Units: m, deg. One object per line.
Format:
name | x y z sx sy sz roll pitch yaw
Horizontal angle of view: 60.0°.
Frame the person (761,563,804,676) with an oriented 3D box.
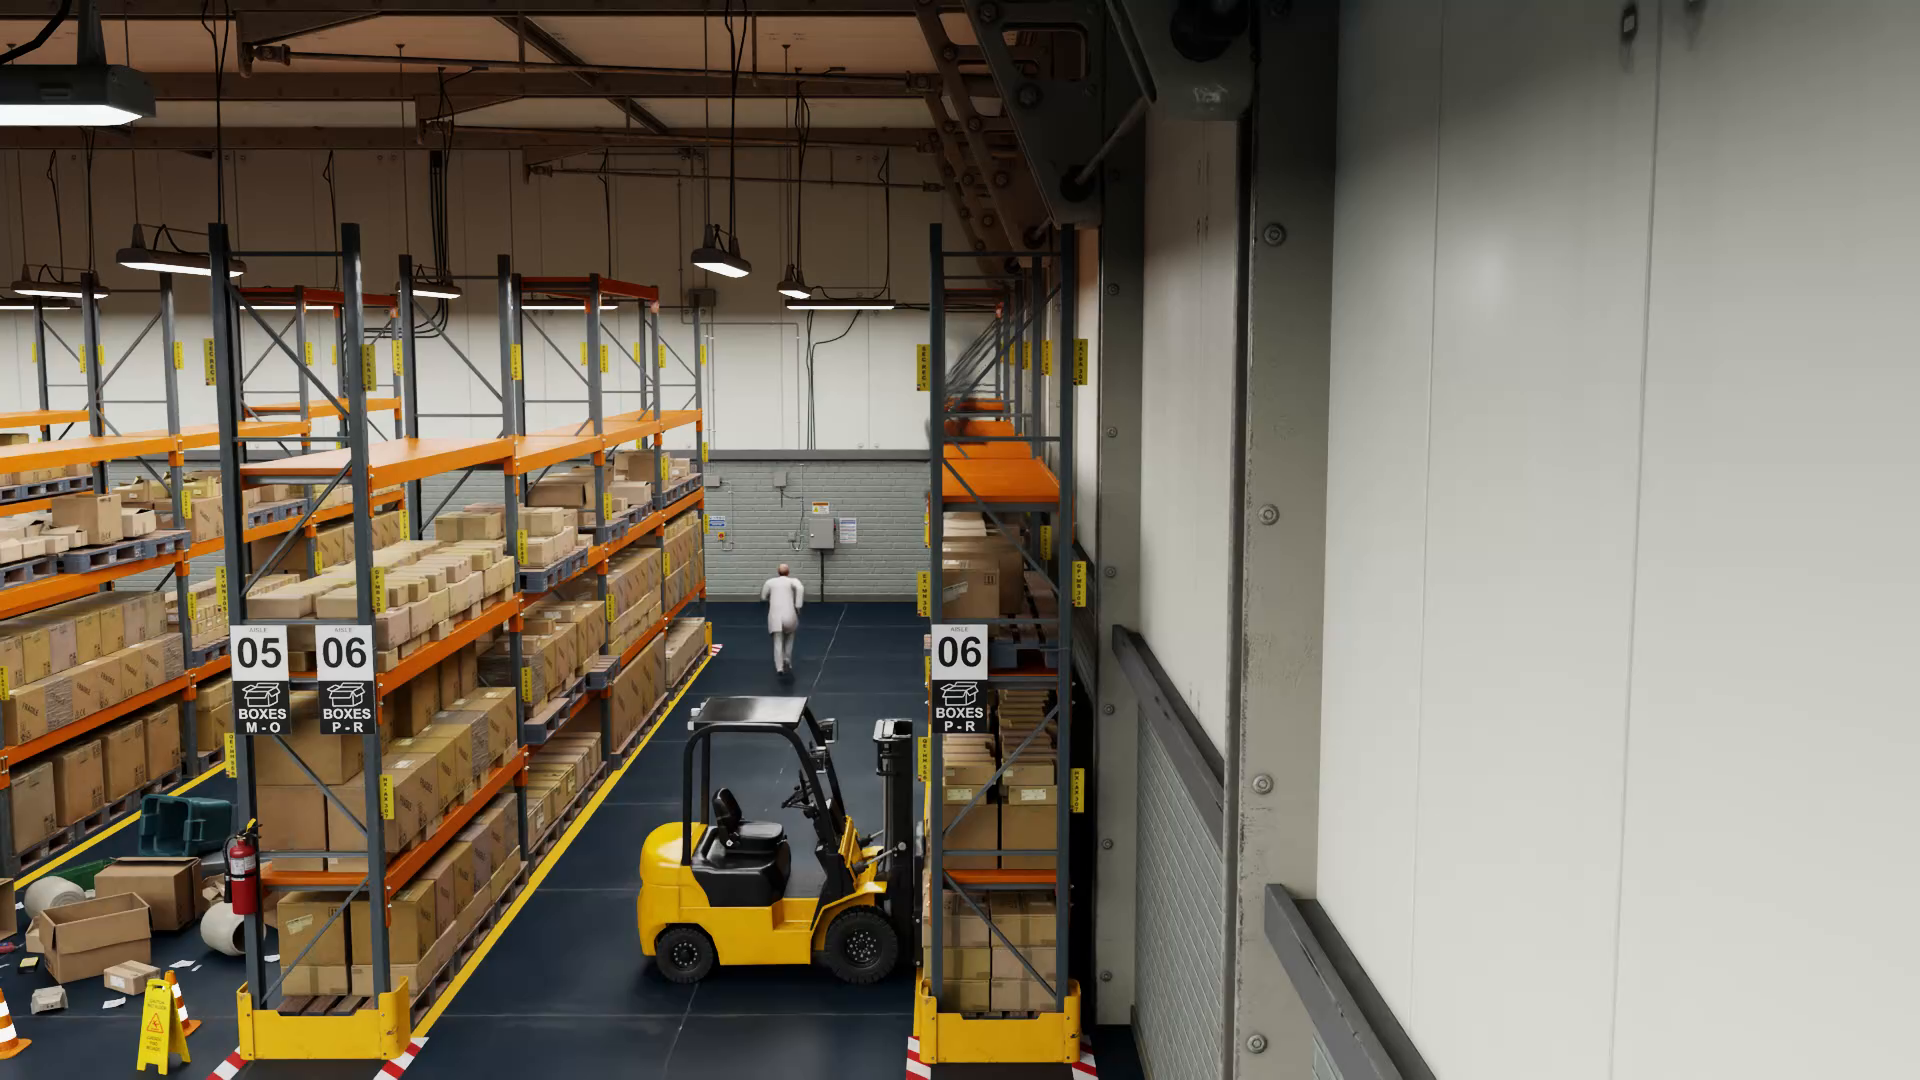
person | -2.770 1.282 25.965 0.697 1.789 1.030 0 7 -4
